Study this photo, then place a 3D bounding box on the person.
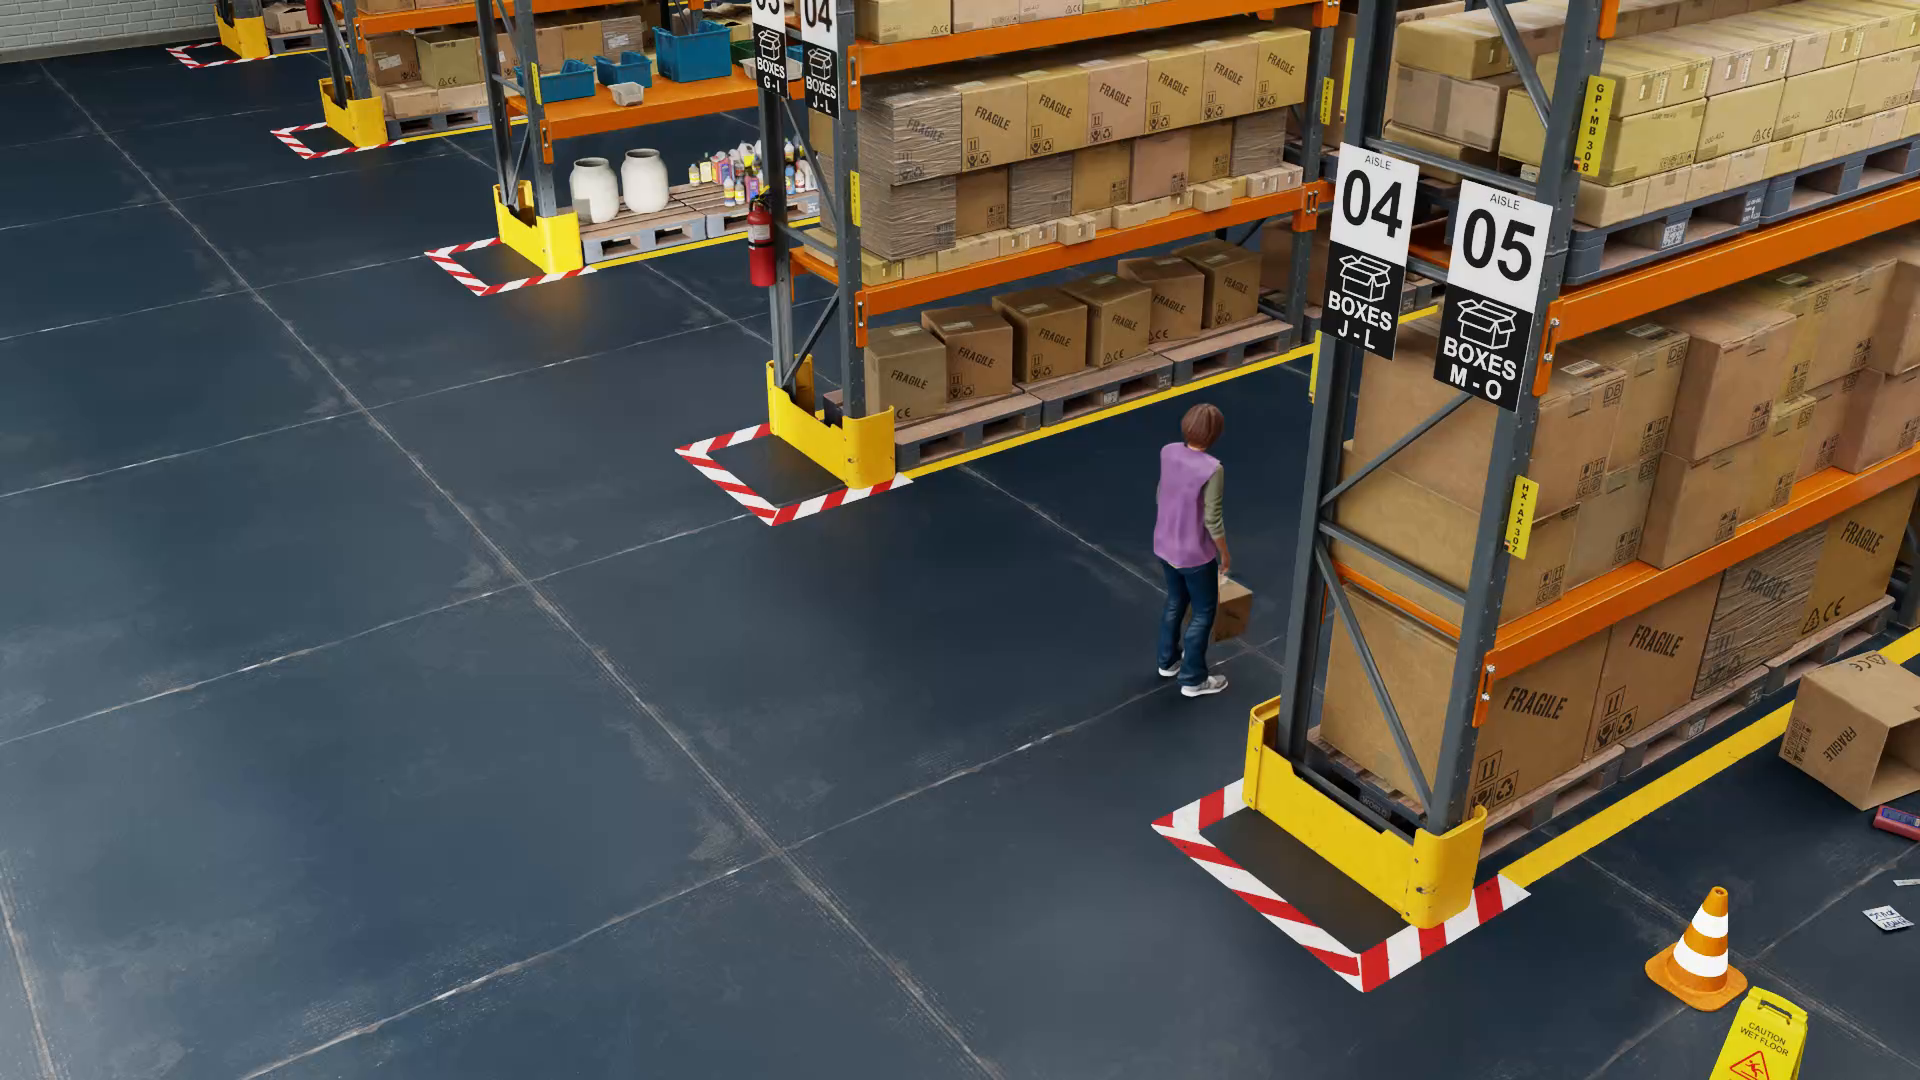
[{"bbox_3d":[1.190,0.045,8.551,0.373,1.596,0.455,-20,35,-32],"label":"person"}]
